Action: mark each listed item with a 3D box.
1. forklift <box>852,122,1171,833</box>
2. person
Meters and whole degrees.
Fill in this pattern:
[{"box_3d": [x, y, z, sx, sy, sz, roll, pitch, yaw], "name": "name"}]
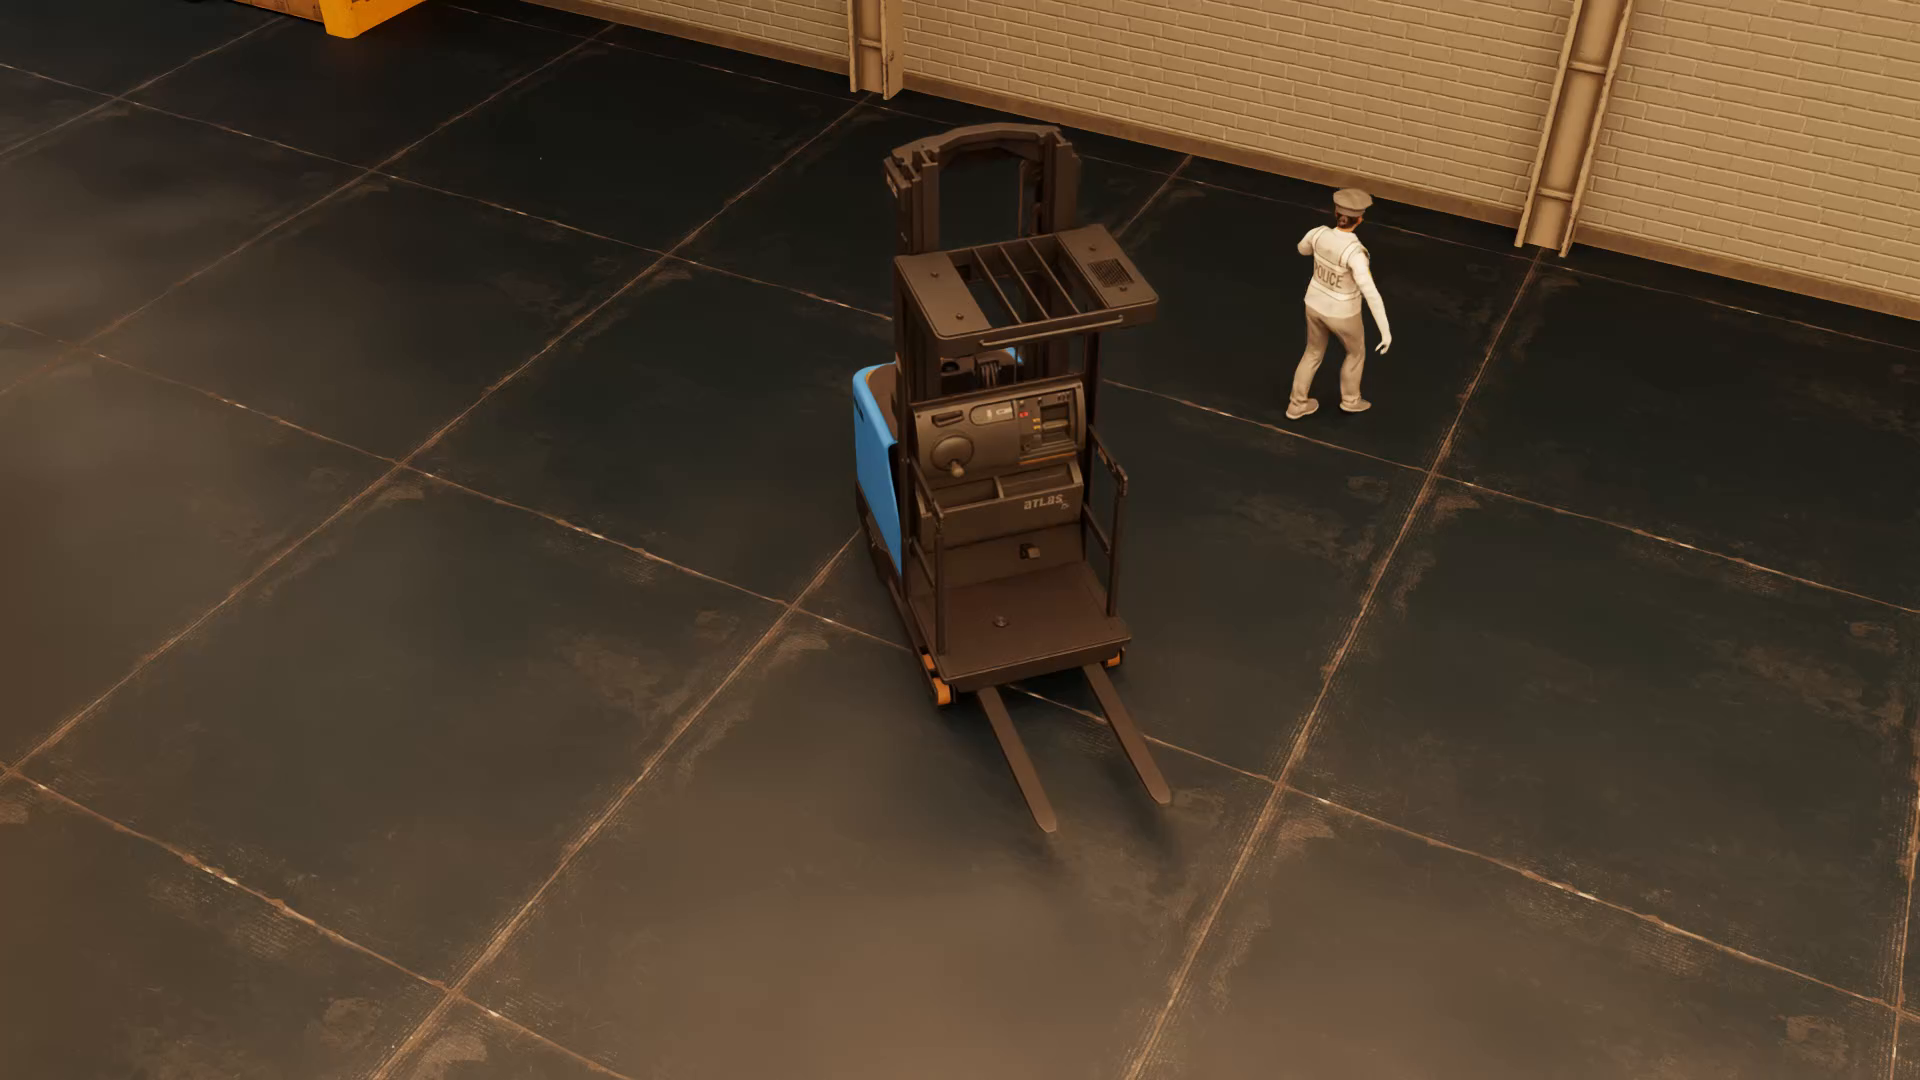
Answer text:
[{"box_3d": [0.283, -0.499, 8.579, 1.130, 2.935, 3.031, -12, 41, -13], "name": "forklift"}, {"box_3d": [2.505, -1.499, 10.807, 0.604, 1.686, 0.915, -26, 47, -28], "name": "person"}]
